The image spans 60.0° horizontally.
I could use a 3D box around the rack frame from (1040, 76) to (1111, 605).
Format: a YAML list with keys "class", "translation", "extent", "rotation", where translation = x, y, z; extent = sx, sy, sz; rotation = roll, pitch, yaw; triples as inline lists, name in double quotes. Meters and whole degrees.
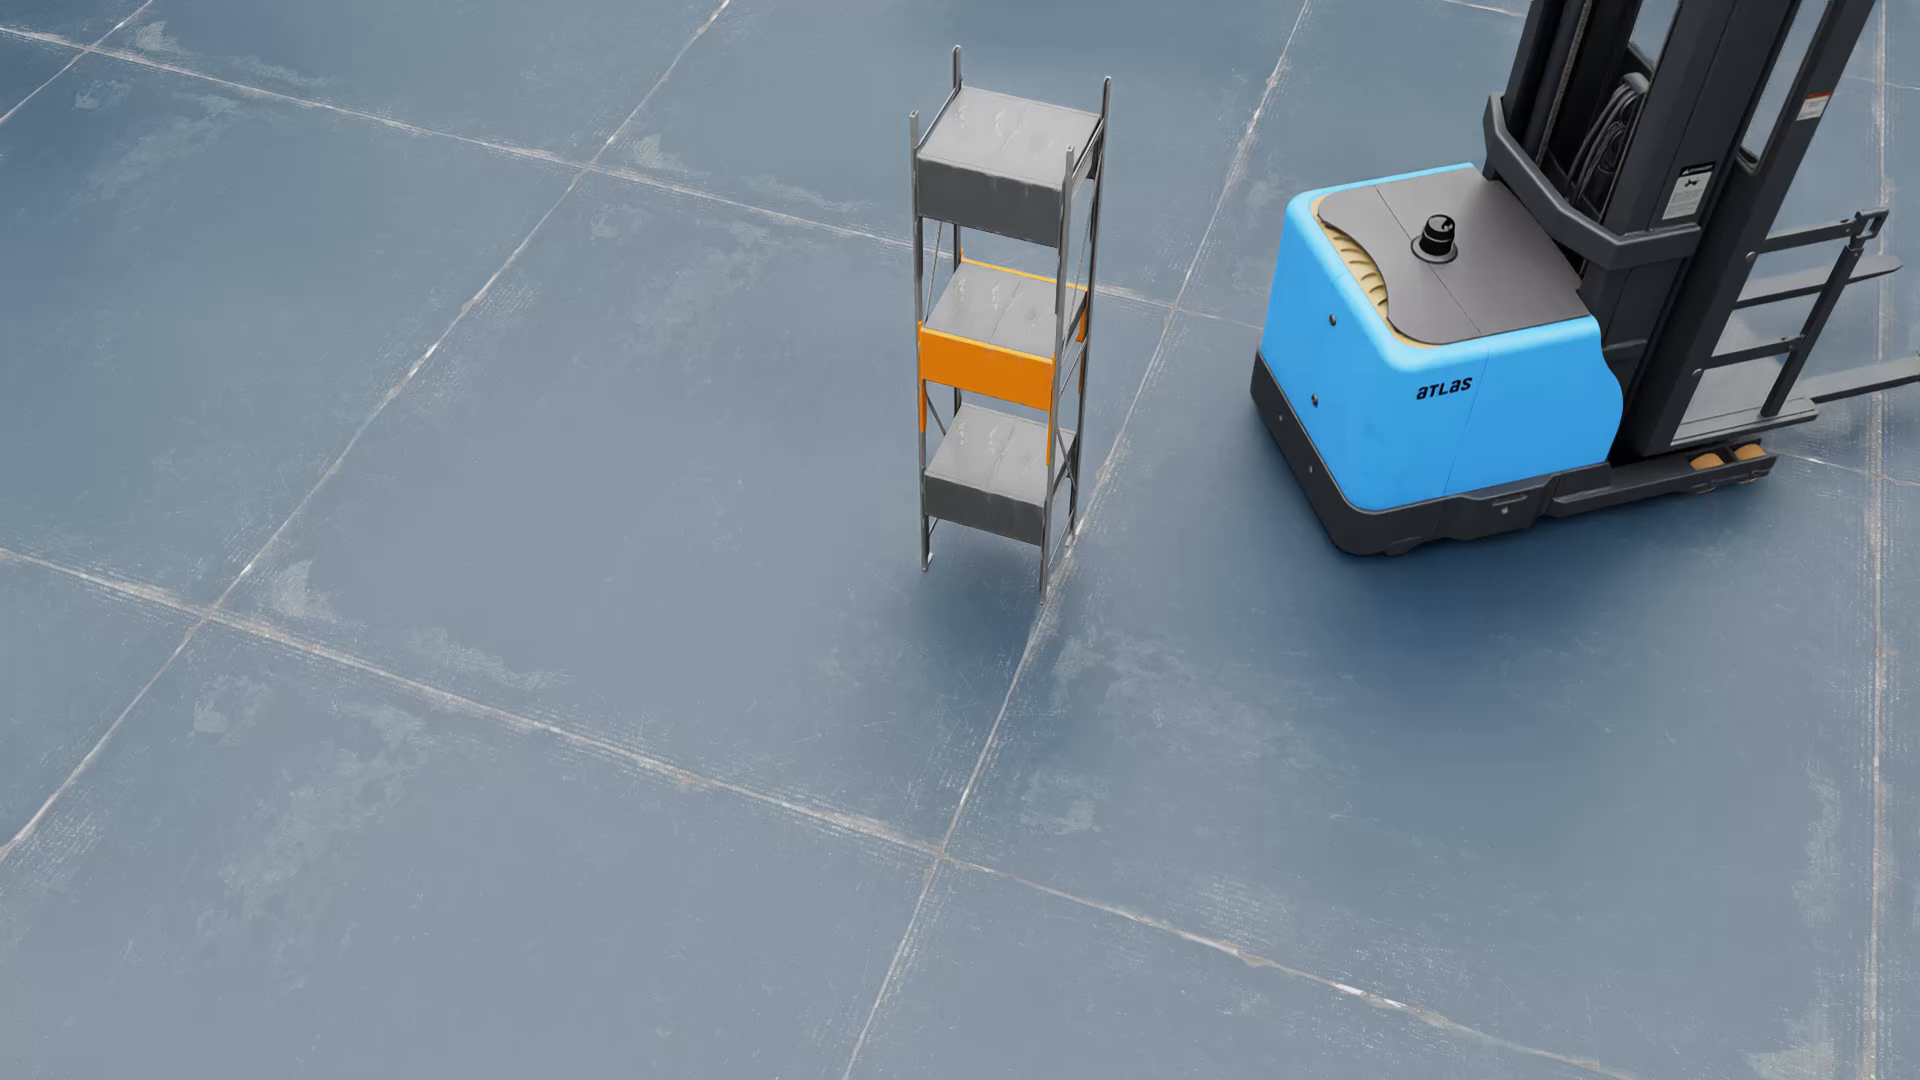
- class: "rack frame"
  translation: [0.384, -0.580, 5.730]
  extent: [0.015, 2.100, 0.400]
  rotation: [16, 51, 13]

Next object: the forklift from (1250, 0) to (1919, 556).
- class: "forklift"
  translation: [2.807, -1.527, 6.000]
  extent: [3.031, 2.935, 1.130]
  rotation: [-12, 50, -10]

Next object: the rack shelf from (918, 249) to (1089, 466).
- class: "rack shelf"
  translation: [0.155, -0.635, 5.796]
  extent: [0.480, 0.518, 0.431]
  rotation: [16, 51, 13]

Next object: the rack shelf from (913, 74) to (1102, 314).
- class: "rack shelf"
  translation: [0.155, -1.094, 5.267]
  extent: [0.480, 0.518, 0.431]
  rotation: [16, 51, 13]

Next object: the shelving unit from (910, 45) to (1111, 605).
- class: "shelving unit"
  translation: [0.155, -0.644, 5.786]
  extent: [0.503, 2.100, 0.431]
  rotation: [16, 51, 13]

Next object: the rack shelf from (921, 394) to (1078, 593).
- class: "rack shelf"
  translation: [0.155, -0.177, 6.325]
  extent: [0.480, 0.518, 0.431]
  rotation: [16, 51, 13]

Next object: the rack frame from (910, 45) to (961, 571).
- class: "rack frame"
  translation: [-0.074, -0.708, 5.841]
  extent: [0.015, 2.100, 0.400]
  rotation: [16, 51, 13]
